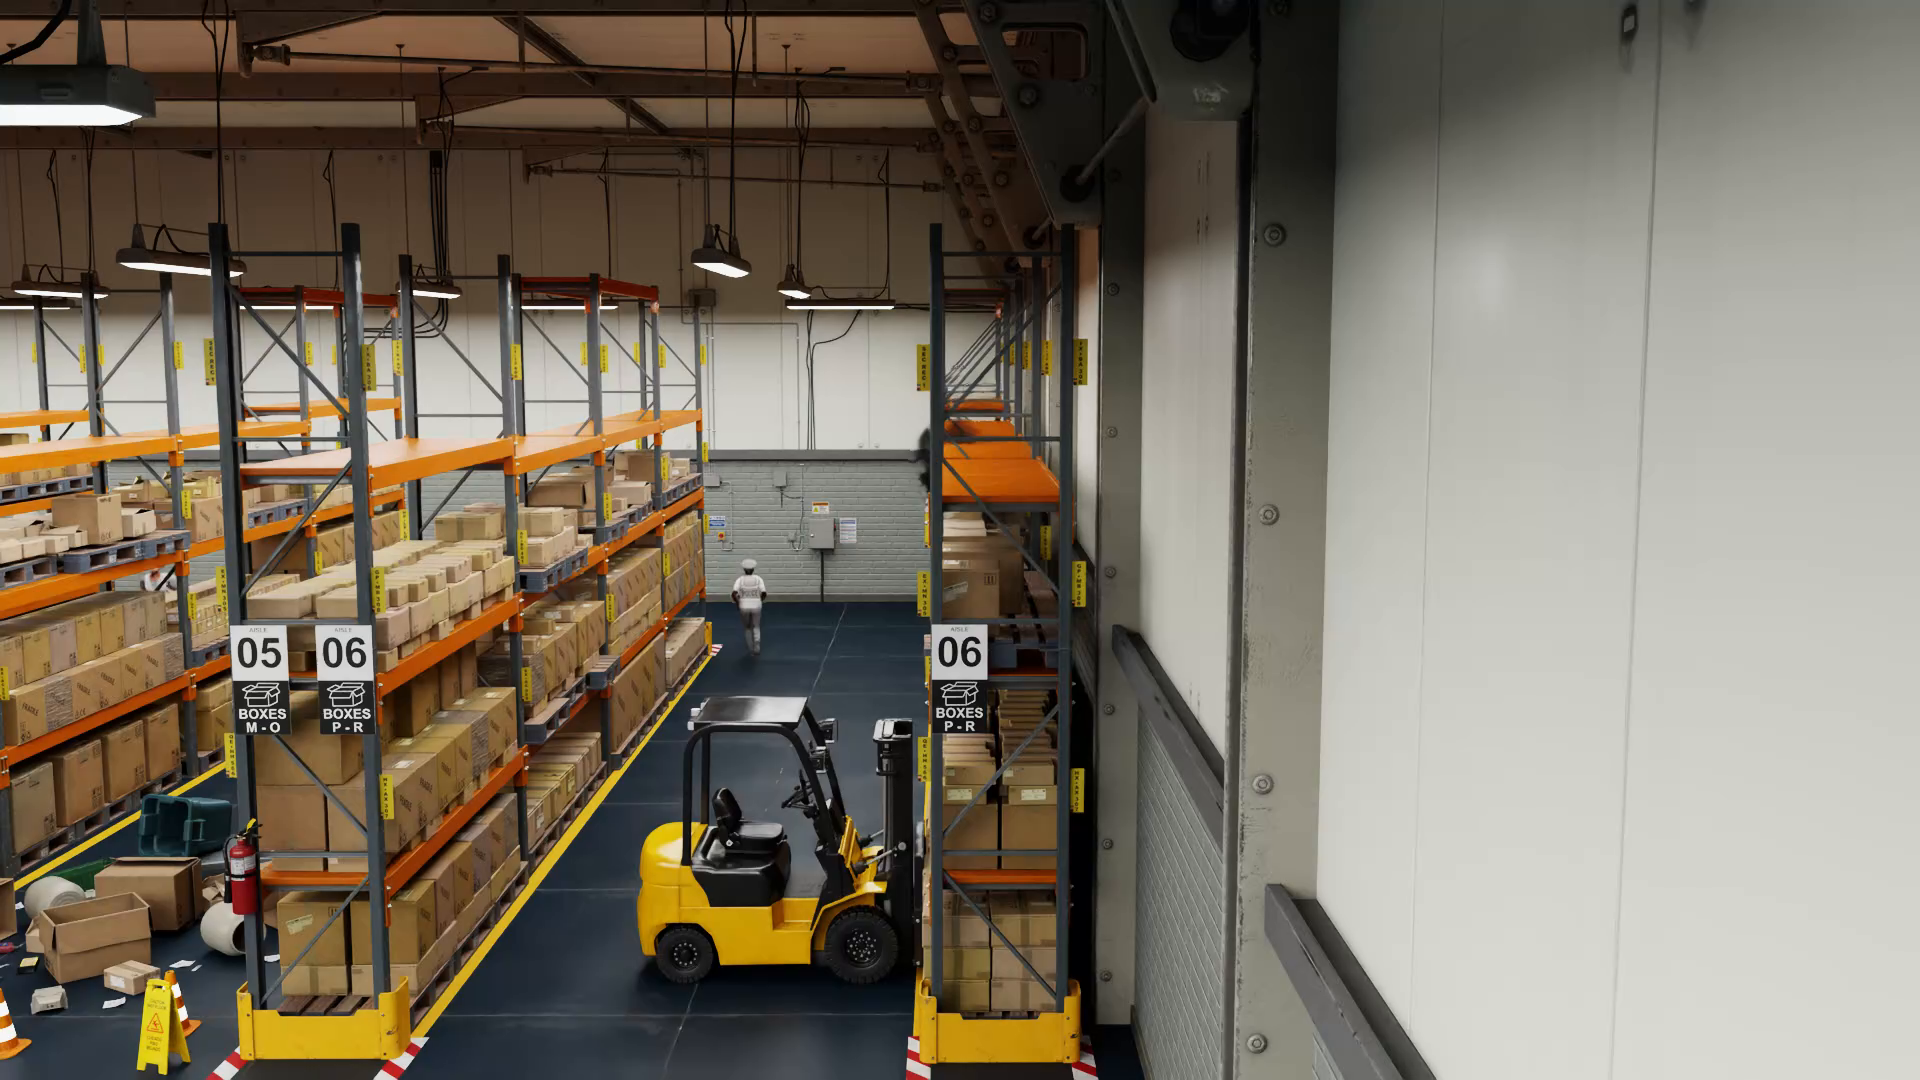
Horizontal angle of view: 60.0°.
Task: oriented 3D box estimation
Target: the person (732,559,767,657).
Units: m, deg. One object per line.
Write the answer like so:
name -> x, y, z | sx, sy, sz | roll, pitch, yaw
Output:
person -> -3.480, 1.161, 27.480 | 0.575, 1.674, 0.715 | -1, 7, -9

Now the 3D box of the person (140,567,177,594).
person -> -12.919, 1.170, 26.834 | 0.652, 1.813, 0.719 | -2, 7, -13
